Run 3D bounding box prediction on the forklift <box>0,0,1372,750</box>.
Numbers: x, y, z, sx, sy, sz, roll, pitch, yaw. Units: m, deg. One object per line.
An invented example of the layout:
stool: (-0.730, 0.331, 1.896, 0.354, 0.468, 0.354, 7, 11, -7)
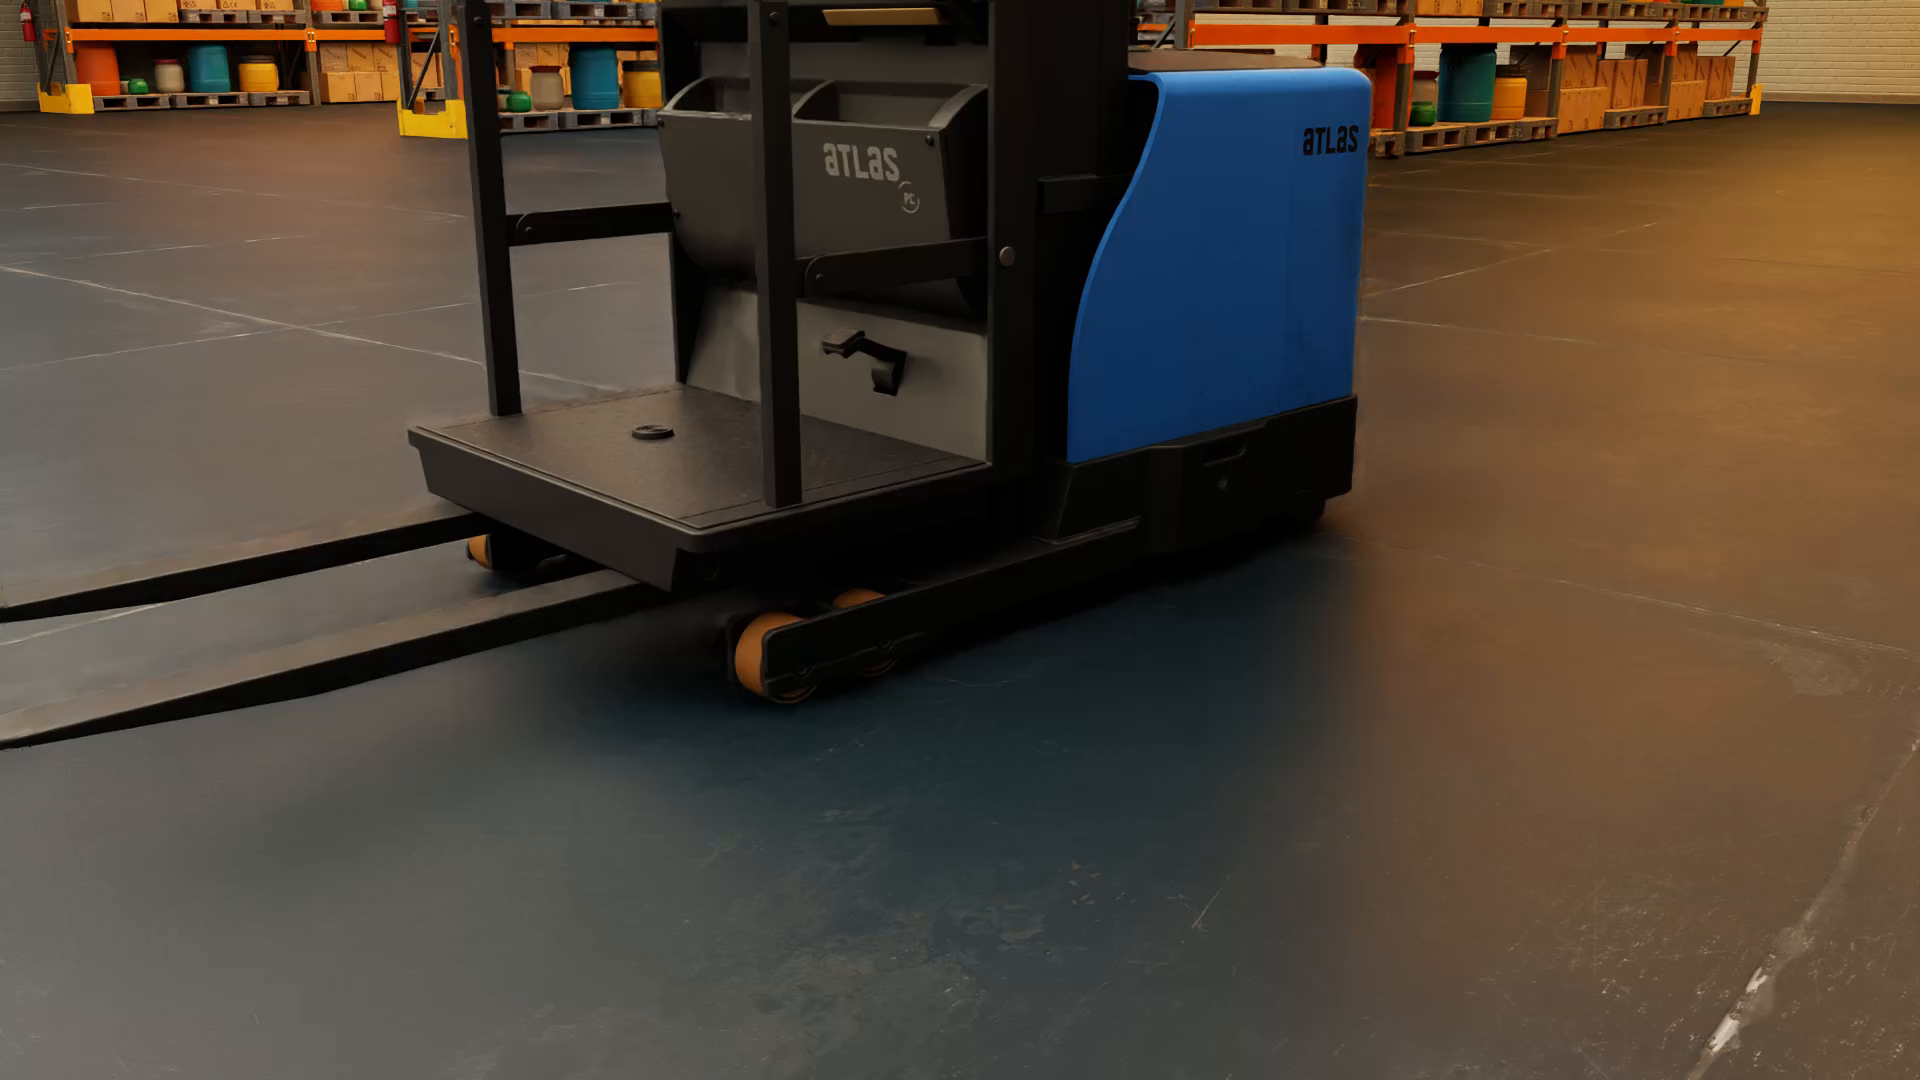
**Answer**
forklift: (-0.452, -1.277, 3.104, 3.031, 2.935, 1.130, -15, 23, -41)
